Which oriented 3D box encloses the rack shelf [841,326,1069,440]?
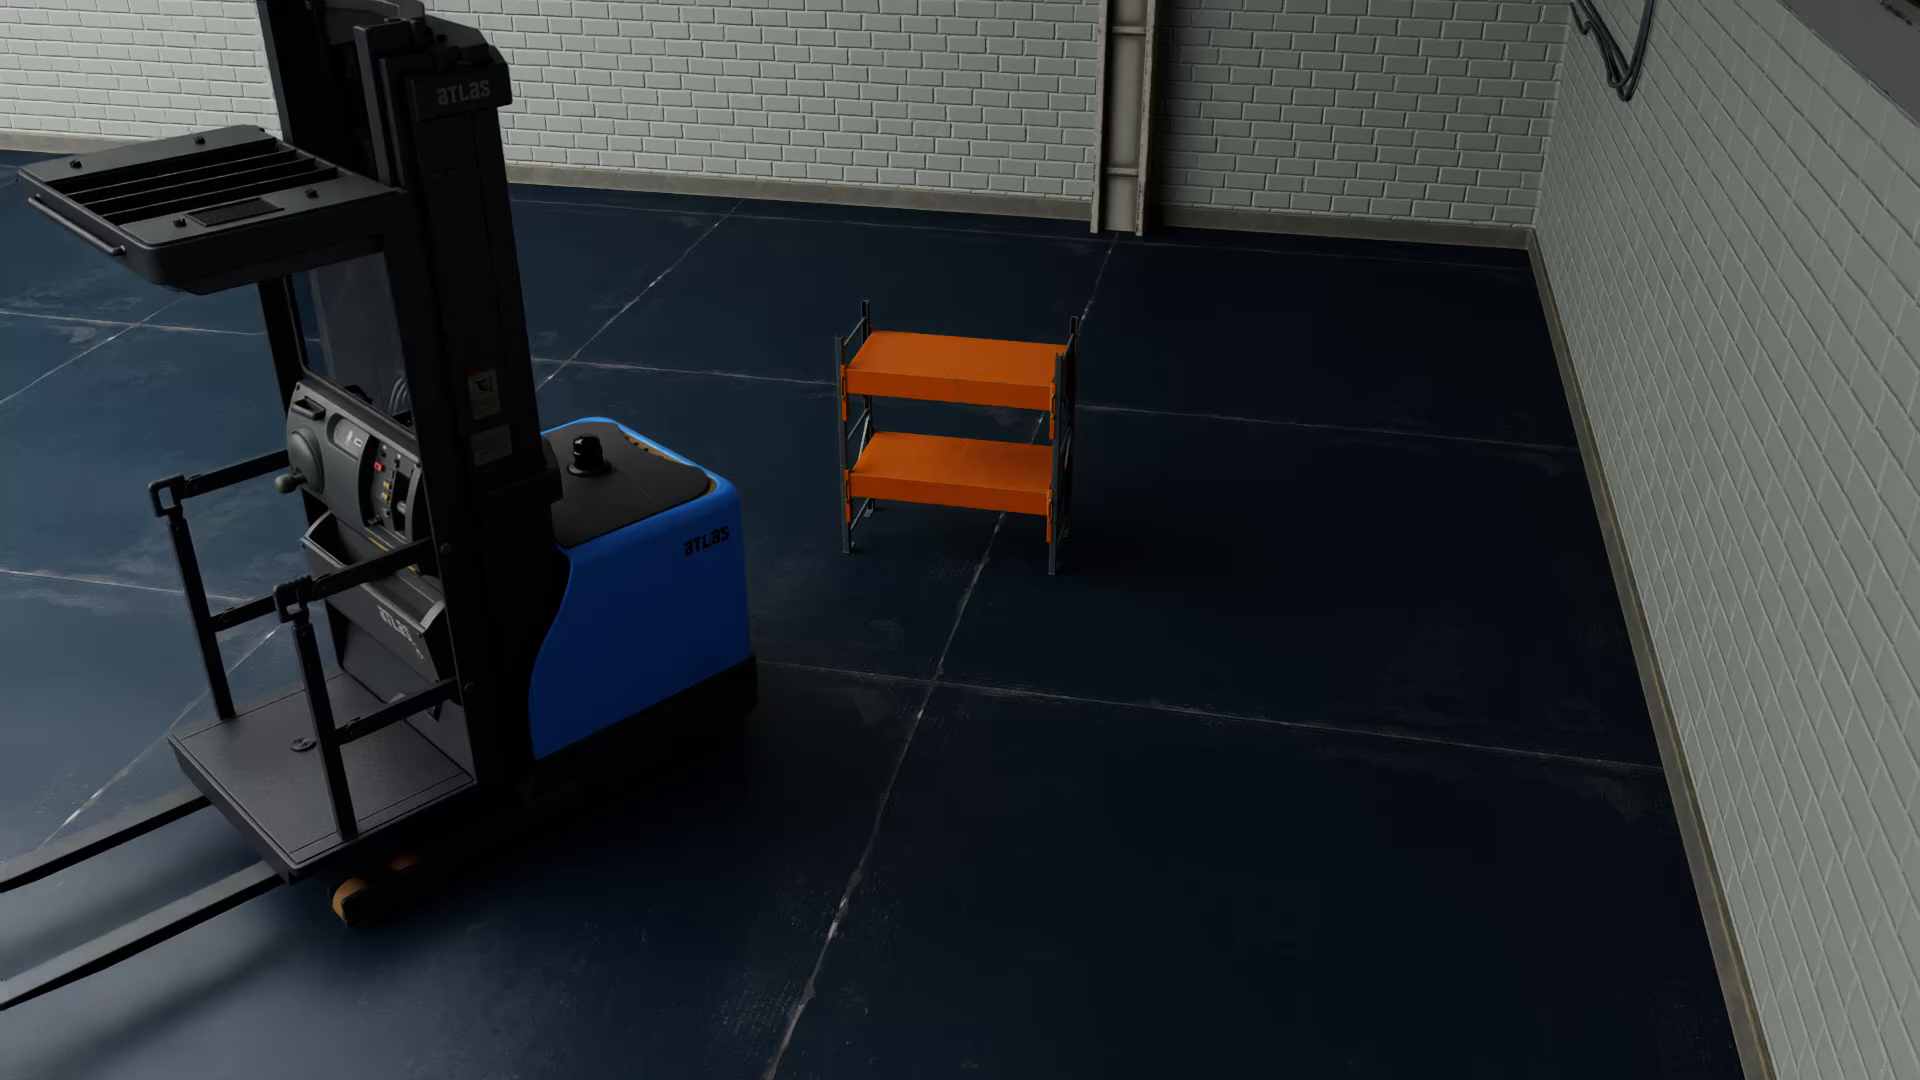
[{"bbox_3d":[-0.007,-0.751,7.841,1.000,0.278,0.538,6,29,11],"label":"rack shelf"}]

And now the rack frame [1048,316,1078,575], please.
[{"bbox_3d":[0.491,-0.443,7.888,0.032,1.125,0.500,6,29,11],"label":"rack frame"}]

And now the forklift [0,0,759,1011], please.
[{"bbox_3d":[-2.240,-0.224,5.607,3.031,2.935,1.130,-25,37,-38],"label":"forklift"}]

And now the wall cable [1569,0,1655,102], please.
[{"bbox_3d":[3.809,-4.027,9.468,0.112,2.526,3.097,6,29,11],"label":"wall cable"}]

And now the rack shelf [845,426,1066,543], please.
[{"bbox_3d":[-0.007,-0.280,8.099,1.000,0.278,0.538,6,29,11],"label":"rack shelf"}]

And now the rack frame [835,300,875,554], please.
[{"bbox_3d":[-0.504,-0.545,8.074,0.032,1.125,0.500,6,29,11],"label":"rack frame"}]

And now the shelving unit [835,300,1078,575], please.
[{"bbox_3d":[-0.007,-0.494,7.981,1.048,1.125,0.538,6,29,11],"label":"shelving unit"}]

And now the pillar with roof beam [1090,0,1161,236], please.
[{"bbox_3d":[0.305,-4.283,6.703,0.400,9.000,9.100,6,29,11],"label":"pillar with roof beam"}]
